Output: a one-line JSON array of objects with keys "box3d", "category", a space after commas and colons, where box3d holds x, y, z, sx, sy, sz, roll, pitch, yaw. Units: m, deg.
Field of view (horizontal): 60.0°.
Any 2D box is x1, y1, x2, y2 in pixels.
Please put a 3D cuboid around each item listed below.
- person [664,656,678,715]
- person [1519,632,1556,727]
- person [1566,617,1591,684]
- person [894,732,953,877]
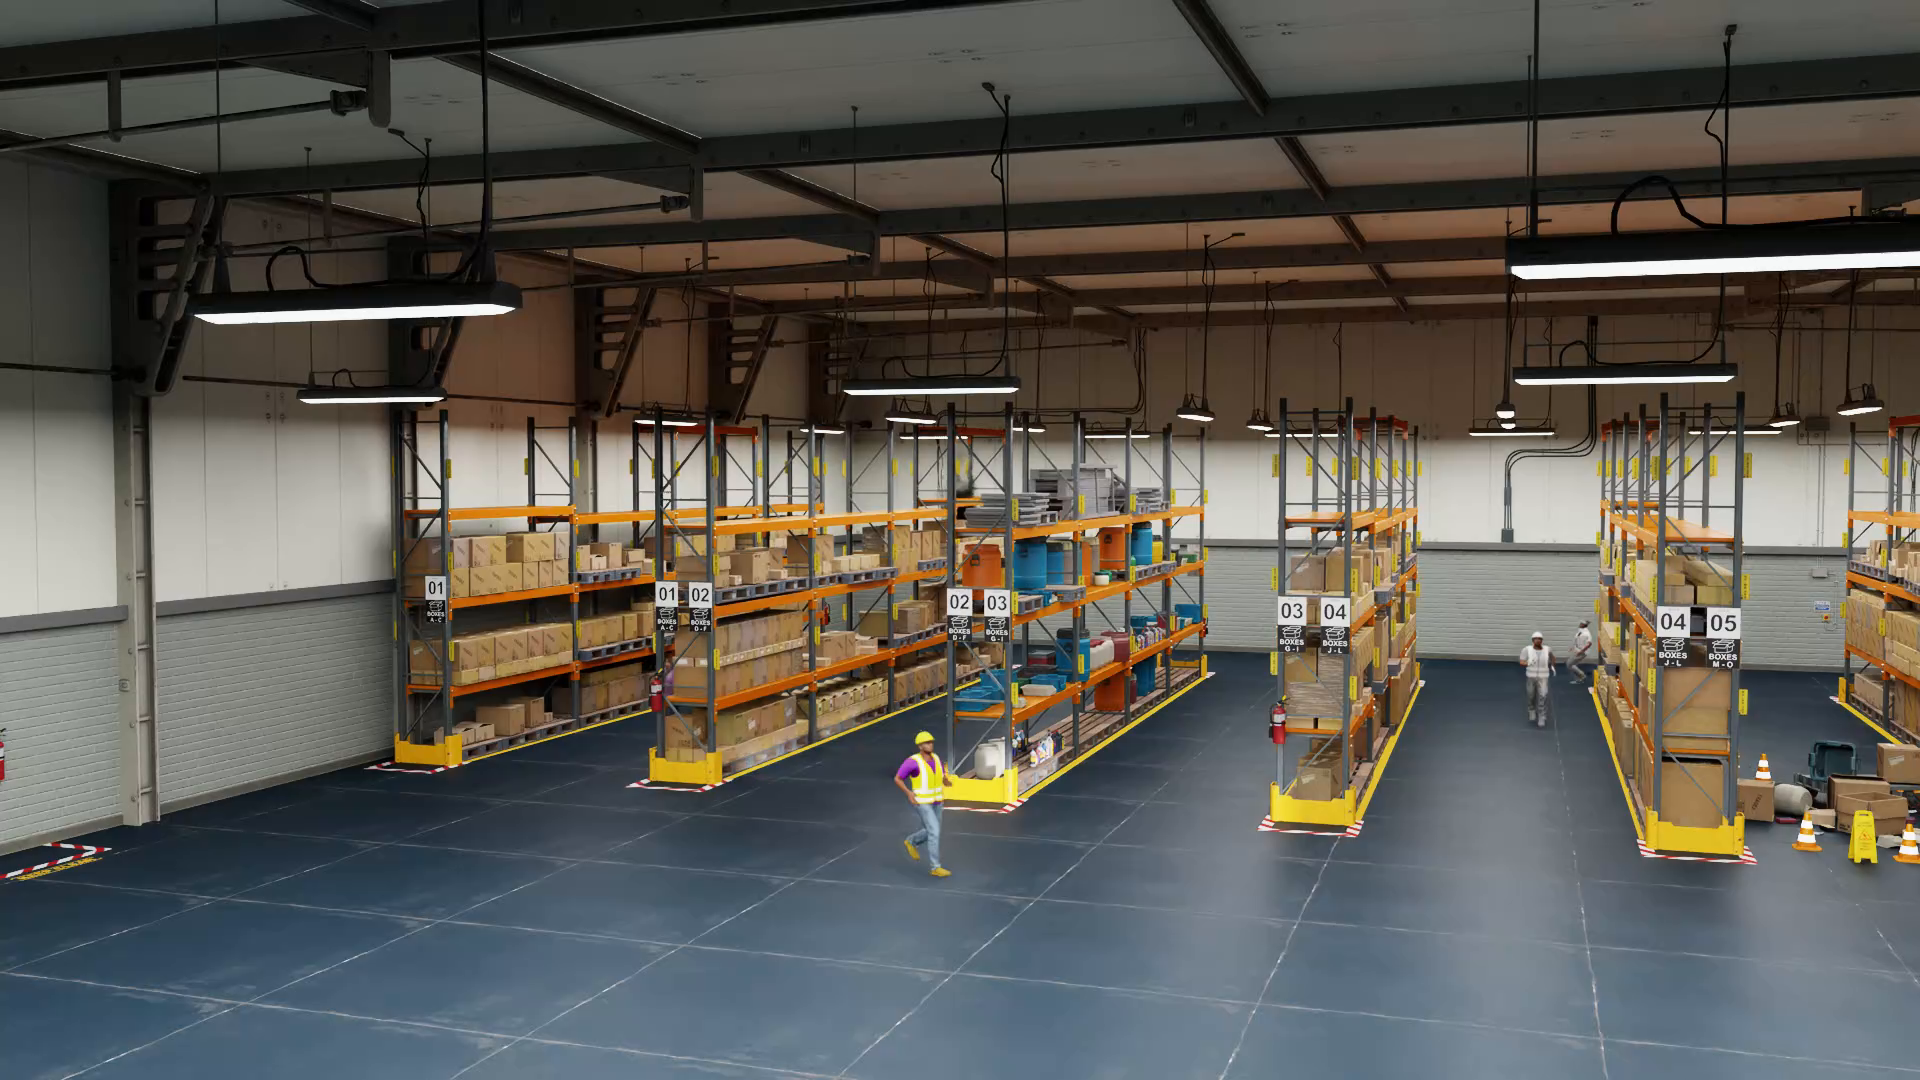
[{"box3d": [-5.259, 2.900, 29.982, 0.519, 1.626, 0.797, 0, 2, 0], "category": "person"}, {"box3d": [11.253, 2.680, 32.406, 0.678, 1.780, 0.991, 1, 3, 17], "category": "person"}, {"box3d": [14.302, 2.565, 38.472, 0.540, 1.601, 0.681, 1, 3, 19], "category": "person"}, {"box3d": [-0.424, 3.243, 20.576, 0.901, 1.745, 0.714, 2, 3, 44], "category": "person"}]
